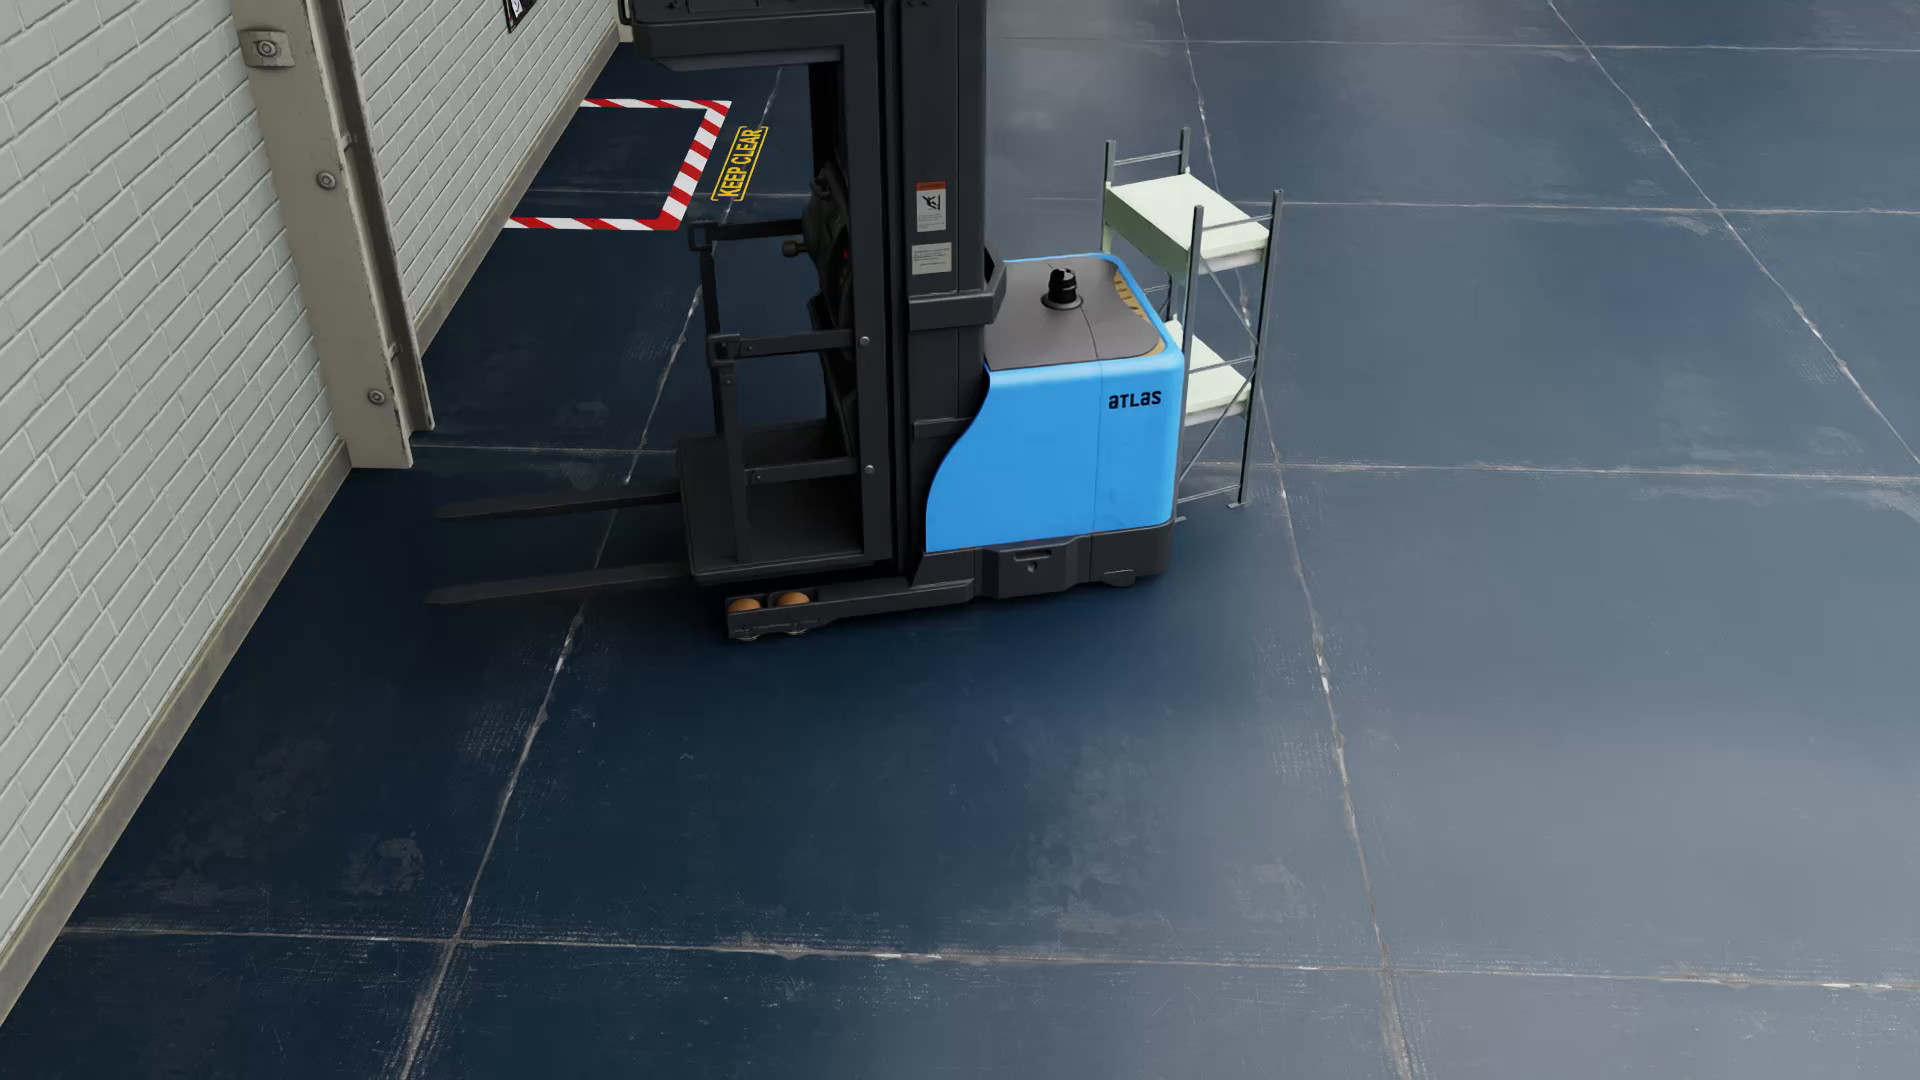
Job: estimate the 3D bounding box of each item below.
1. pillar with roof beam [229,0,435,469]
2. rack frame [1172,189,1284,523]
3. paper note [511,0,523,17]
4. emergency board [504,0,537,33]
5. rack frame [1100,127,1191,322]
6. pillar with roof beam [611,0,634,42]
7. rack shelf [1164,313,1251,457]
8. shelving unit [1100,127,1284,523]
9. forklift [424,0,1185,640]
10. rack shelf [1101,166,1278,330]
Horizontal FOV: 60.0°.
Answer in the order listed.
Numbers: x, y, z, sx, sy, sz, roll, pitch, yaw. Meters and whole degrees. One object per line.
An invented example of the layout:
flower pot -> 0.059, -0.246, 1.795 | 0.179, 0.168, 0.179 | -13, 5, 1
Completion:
pillar with roof beam -> 1.601, -4.032, 5.161 | 9.100, 9.000, 0.400 | 1, 35, 2
rack frame -> 1.102, -0.734, 6.990 | 0.400, 1.500, 0.023 | -14, 38, -19
paper note -> -2.673, -3.245, 10.024 | 0.016, 0.148, 0.142 | 1, 35, 2
emergency board -> -2.616, -3.700, 9.907 | 0.157, 1.169, 0.626 | 1, 35, 2
rack frame -> 0.807, -1.119, 7.538 | 0.400, 1.500, 0.023 | -14, 38, -19
pillar with roof beam -> 1.842, -7.479, 10.066 | 9.100, 9.000, 0.400 | 1, 35, 2
rack shelf -> 0.954, -0.660, 7.451 | 0.431, 0.370, 0.720 | -14, 38, -19
shelving unit -> 0.954, -0.927, 7.264 | 0.431, 1.500, 0.755 | -14, 38, -19
forklift -> -0.683, -1.130, 6.309 | 3.031, 2.935, 1.130 | -7, 36, -9
rack shelf -> 0.955, -1.246, 7.039 | 0.431, 0.370, 0.720 | -14, 38, -19
